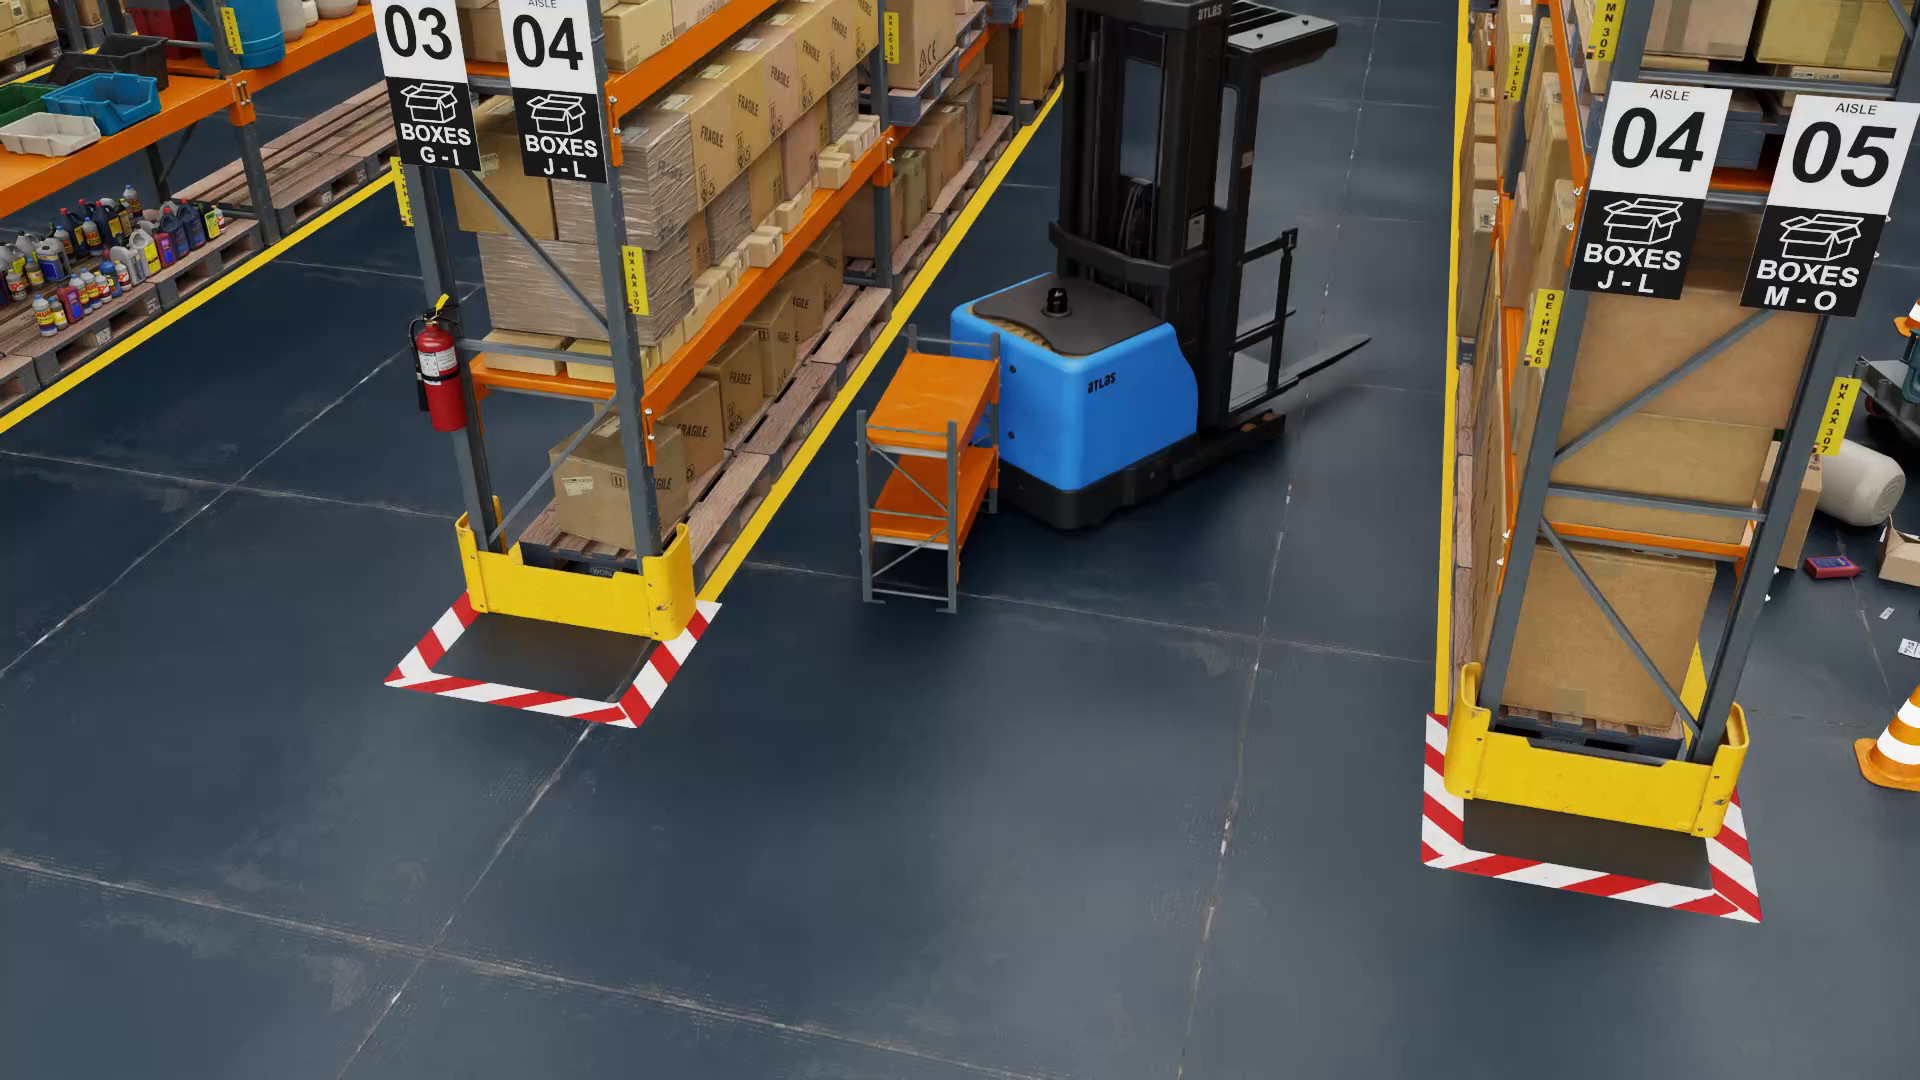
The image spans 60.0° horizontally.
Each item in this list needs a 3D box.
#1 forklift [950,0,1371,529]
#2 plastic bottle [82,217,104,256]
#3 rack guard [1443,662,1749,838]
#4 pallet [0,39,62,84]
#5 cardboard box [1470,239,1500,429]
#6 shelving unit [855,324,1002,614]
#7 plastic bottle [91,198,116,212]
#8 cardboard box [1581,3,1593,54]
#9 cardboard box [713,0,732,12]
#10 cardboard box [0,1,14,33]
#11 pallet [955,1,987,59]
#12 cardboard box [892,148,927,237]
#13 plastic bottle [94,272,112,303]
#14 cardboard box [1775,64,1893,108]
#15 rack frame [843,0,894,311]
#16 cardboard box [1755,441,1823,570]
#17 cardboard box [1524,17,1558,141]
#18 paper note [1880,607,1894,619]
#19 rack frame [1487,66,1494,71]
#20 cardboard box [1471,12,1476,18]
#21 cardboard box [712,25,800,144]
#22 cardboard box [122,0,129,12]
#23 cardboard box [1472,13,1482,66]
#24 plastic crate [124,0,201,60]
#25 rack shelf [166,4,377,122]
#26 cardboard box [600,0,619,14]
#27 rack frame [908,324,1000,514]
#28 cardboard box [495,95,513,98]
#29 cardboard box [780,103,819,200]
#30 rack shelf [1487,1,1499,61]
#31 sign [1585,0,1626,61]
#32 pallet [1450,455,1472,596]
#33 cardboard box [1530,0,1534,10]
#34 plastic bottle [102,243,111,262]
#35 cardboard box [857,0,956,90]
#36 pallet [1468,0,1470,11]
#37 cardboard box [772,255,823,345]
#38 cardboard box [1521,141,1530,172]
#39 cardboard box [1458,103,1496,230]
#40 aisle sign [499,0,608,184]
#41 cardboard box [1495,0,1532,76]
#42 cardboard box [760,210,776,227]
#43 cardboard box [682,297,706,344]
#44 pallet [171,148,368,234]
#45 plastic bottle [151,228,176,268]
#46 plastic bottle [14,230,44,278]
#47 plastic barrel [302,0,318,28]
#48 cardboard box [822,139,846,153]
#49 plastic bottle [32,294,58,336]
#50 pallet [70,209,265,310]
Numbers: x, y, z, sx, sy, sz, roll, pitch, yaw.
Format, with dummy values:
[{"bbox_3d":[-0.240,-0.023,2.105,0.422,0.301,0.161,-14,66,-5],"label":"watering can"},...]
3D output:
[{"bbox_3d":[1.360,-1.966,9.611,3.031,2.935,1.130,-26,41,-35],"label":"forklift"},{"bbox_3d":[-6.290,-2.205,12.055,0.097,0.271,0.097,0,32,0],"label":"plastic bottle"},{"bbox_3d":[2.778,0.921,7.336,1.175,0.500,0.348,8,33,12],"label":"rack guard"},{"bbox_3d":[-9.785,-4.778,16.569,1.003,0.211,1.213,8,33,12],"label":"pallet"},{"bbox_3d":[3.572,-1.186,9.909,0.875,0.875,0.875,9,33,13],"label":"cardboard box"},{"bbox_3d":[-0.147,-0.392,8.818,0.538,1.125,1.048,7,33,11],"label":"shelving unit"},{"bbox_3d":[-6.324,-2.384,12.332,0.152,0.276,0.135,9,34,14],"label":"plastic bottle"},{"bbox_3d":[2.670,-2.009,6.567,0.380,0.149,0.250,9,33,13],"label":"cardboard box"},{"bbox_3d":[-1.361,-2.817,8.229,0.500,0.250,0.500,8,33,12],"label":"cardboard box"},{"bbox_3d":[-9.559,-5.054,16.053,0.500,0.311,0.500,8,33,12],"label":"cardboard box"},{"bbox_3d":[-0.420,-3.912,12.787,1.003,0.211,1.213,8,33,12],"label":"pallet"},{"bbox_3d":[-0.657,-2.642,12.529,0.700,0.500,0.500,8,33,12],"label":"cardboard box"},{"bbox_3d":[-5.880,-1.733,11.379,0.097,0.201,0.097,0,32,0],"label":"plastic bottle"},{"bbox_3d":[3.181,-1.660,6.019,0.380,0.149,0.250,8,33,13],"label":"cardboard box"},{"bbox_3d":[-0.973,-2.950,11.095,1.000,3.000,0.127,8,33,12],"label":"rack frame"},{"bbox_3d":[4.398,-0.223,9.133,0.500,0.500,0.500,14,35,21],"label":"cardboard box"},{"bbox_3d":[3.672,-2.555,9.326,0.875,0.550,0.550,8,33,12],"label":"cardboard box"},{"bbox_3d":[4.818,0.380,8.643,0.032,0.001,0.123,28,42,36],"label":"paper note"},{"bbox_3d":[4.814,-4.298,13.215,1.000,3.000,0.127,8,33,12],"label":"rack frame"},{"bbox_3d":[5.599,-5.598,17.525,0.380,0.149,0.250,8,33,13],"label":"cardboard box"},{"bbox_3d":[-1.204,-2.491,9.070,0.500,0.500,0.500,8,33,12],"label":"cardboard box"},{"bbox_3d":[-9.019,-5.977,17.776,0.500,0.500,0.500,7,33,11],"label":"cardboard box"},{"bbox_3d":[5.253,-4.874,16.060,0.500,0.500,0.500,10,34,15],"label":"cardboard box"},{"bbox_3d":[-5.937,-3.944,12.599,0.402,0.464,0.583,8,33,12],"label":"plastic crate"},{"bbox_3d":[-5.256,-4.359,13.981,1.077,0.370,4.000,8,33,12],"label":"rack shelf"},{"bbox_3d":[-1.694,-2.357,7.133,0.380,0.149,0.250,8,33,12],"label":"cardboard box"},{"bbox_3d":[-0.033,-0.658,9.236,0.500,1.125,0.032,7,33,11],"label":"rack frame"},{"bbox_3d":[-1.966,-2.043,8.366,0.500,0.500,0.500,8,33,12],"label":"cardboard box"},{"bbox_3d":[-1.337,-2.365,9.804,0.875,0.500,0.500,8,33,12],"label":"cardboard box"},{"bbox_3d":[5.322,-5.032,15.041,1.077,0.370,4.000,8,33,12],"label":"rack shelf"},{"bbox_3d":[2.263,-1.834,5.791,0.100,0.325,0.005,8,33,12],"label":"sign"},{"bbox_3d":[3.223,-0.027,9.095,1.003,0.211,1.213,8,33,12],"label":"pallet"},{"bbox_3d":[4.436,-4.001,11.723,0.700,0.500,0.500,8,33,12],"label":"cardboard box"},{"bbox_3d":[-5.927,-1.954,11.649,0.061,0.283,0.133,8,33,12],"label":"plastic bottle"},{"bbox_3d":[-0.636,-3.774,11.440,1.000,1.000,1.000,8,33,13],"label":"cardboard box"},{"bbox_3d":[6.273,-6.185,18.783,1.003,0.211,1.213,8,33,12],"label":"pallet"},{"bbox_3d":[-1.251,-1.572,10.865,0.500,0.500,0.500,19,37,27],"label":"cardboard box"},{"bbox_3d":[3.717,-2.093,9.606,0.875,0.550,0.550,8,33,12],"label":"cardboard box"},{"bbox_3d":[4.354,-2.768,12.514,1.050,0.750,0.750,9,33,13],"label":"cardboard box"},{"bbox_3d":[-1.713,-1.898,7.017,0.394,0.787,0.004,8,33,12],"label":"aisle sign"},{"bbox_3d":[4.185,-3.618,12.052,0.500,0.500,0.500,8,33,12],"label":"cardboard box"},{"bbox_3d":[-1.275,-1.797,9.515,0.380,0.149,0.250,8,33,12],"label":"cardboard box"},{"bbox_3d":[-1.525,-1.139,8.479,0.380,0.149,0.250,8,33,12],"label":"cardboard box"},{"bbox_3d":[-5.602,-2.860,13.553,1.003,0.211,1.213,8,33,12],"label":"pallet"},{"bbox_3d":[-5.698,-2.101,11.880,0.061,0.283,0.133,10,34,16],"label":"plastic bottle"},{"bbox_3d":[-6.526,-2.011,11.677,0.144,0.351,0.185,8,33,12],"label":"plastic bottle"},{"bbox_3d":[-5.279,-4.232,13.240,0.301,0.262,0.301,0,32,0],"label":"plastic barrel"},{"bbox_3d":[-0.937,-2.443,10.530,0.380,0.149,0.250,8,33,12],"label":"cardboard box"},{"bbox_3d":[-6.017,-1.481,10.917,0.097,0.271,0.097,0,32,0],"label":"plastic bottle"},{"bbox_3d":[-5.974,-2.105,12.364,1.003,0.211,1.213,8,33,12],"label":"pallet"}]
